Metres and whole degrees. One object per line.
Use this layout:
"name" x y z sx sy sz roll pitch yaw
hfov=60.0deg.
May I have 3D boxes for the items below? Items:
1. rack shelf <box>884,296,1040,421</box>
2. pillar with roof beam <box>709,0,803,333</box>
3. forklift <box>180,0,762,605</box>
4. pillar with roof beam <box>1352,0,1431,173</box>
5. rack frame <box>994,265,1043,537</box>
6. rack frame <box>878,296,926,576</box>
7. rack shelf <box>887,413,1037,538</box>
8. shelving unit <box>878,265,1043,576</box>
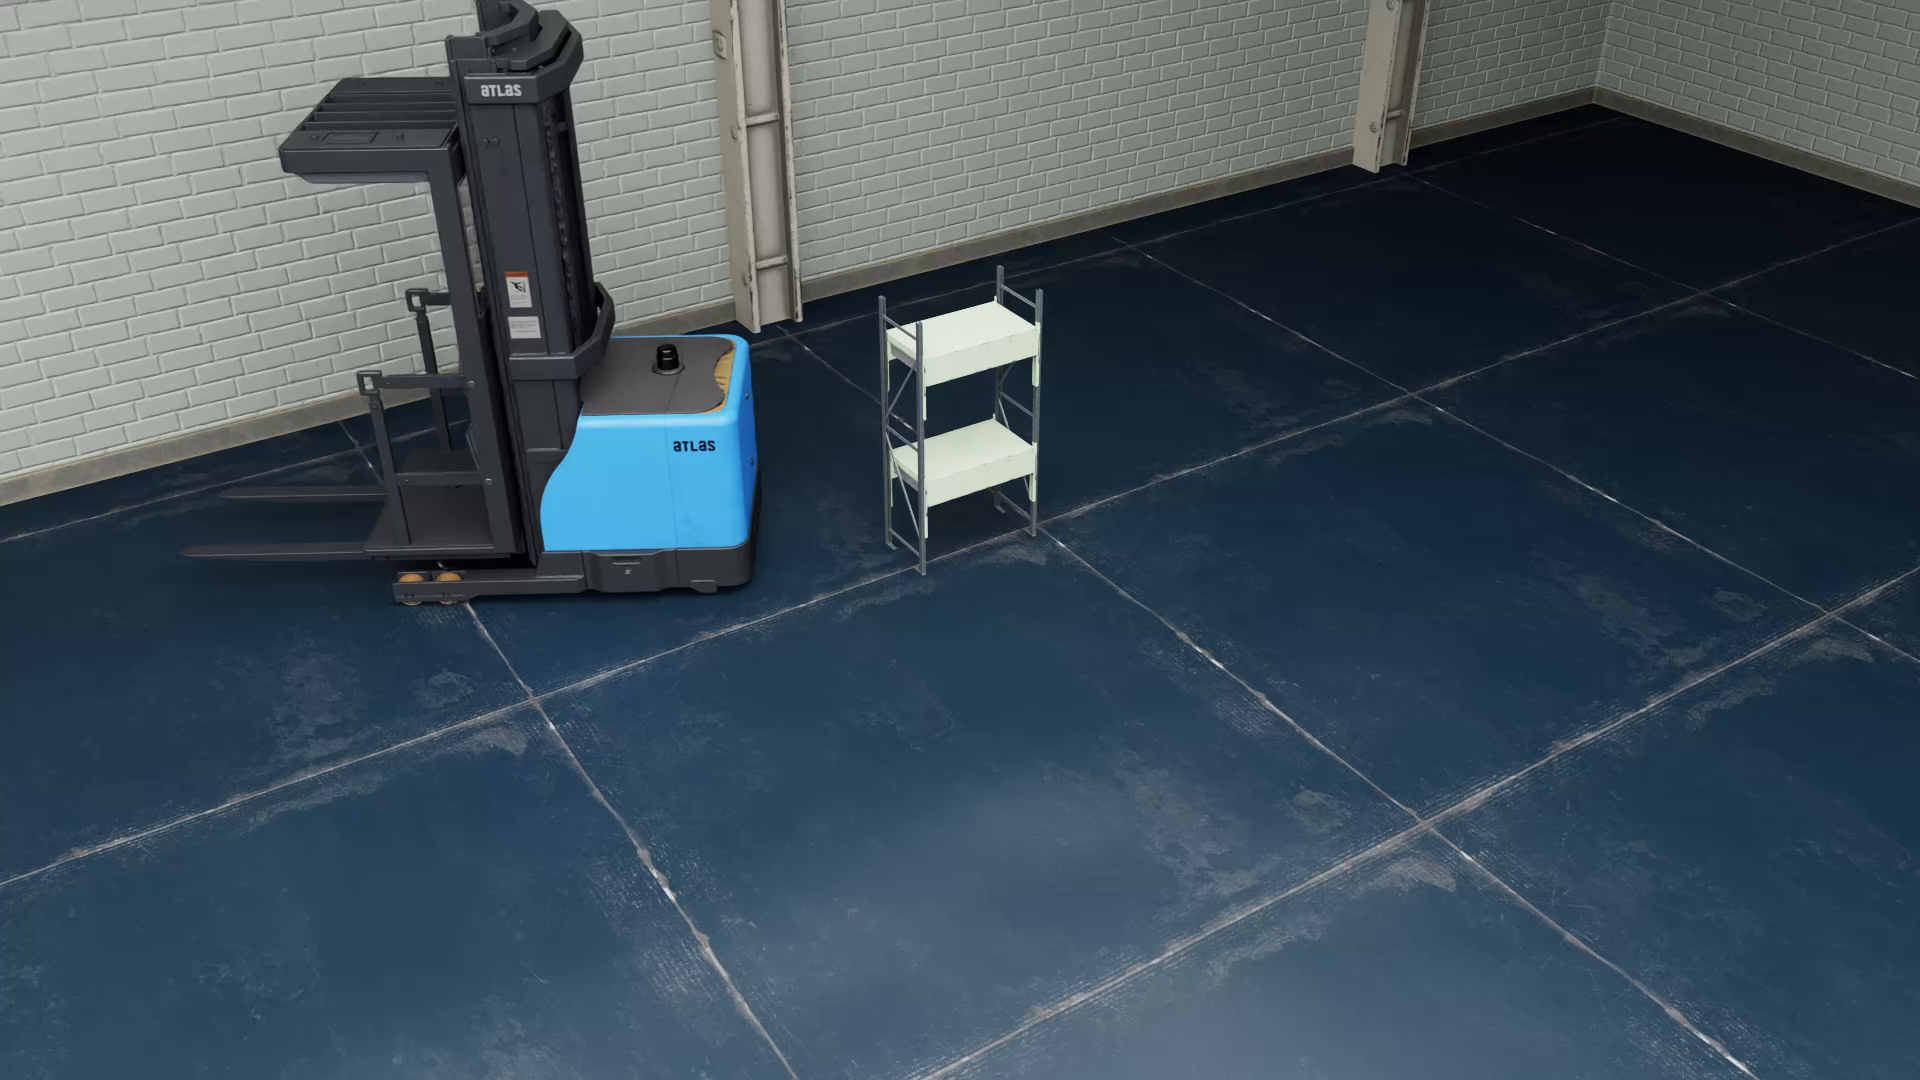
"rack shelf" 0.006 -0.966 8.766 0.720 0.370 0.431 -19 37 -27
"pillar with roof beam" 0.968 -3.451 6.408 0.400 9.000 9.100 -19 37 -27
"forklift" -2.645 -1.183 8.499 3.031 2.935 1.130 -1 32 -2
"pillar with roof beam" 6.011 -5.185 9.157 0.400 9.000 9.100 -19 37 -27
"rack frame" 0.313 -0.742 9.142 0.023 1.500 0.400 -19 37 -27
"rack frame" -0.302 -0.530 8.807 0.023 1.500 0.400 -19 37 -27
"rack shelf" 0.006 -0.361 9.148 0.720 0.370 0.431 -19 37 -27
"shelving unit" 0.006 -0.636 8.974 0.755 1.500 0.431 -19 37 -27
